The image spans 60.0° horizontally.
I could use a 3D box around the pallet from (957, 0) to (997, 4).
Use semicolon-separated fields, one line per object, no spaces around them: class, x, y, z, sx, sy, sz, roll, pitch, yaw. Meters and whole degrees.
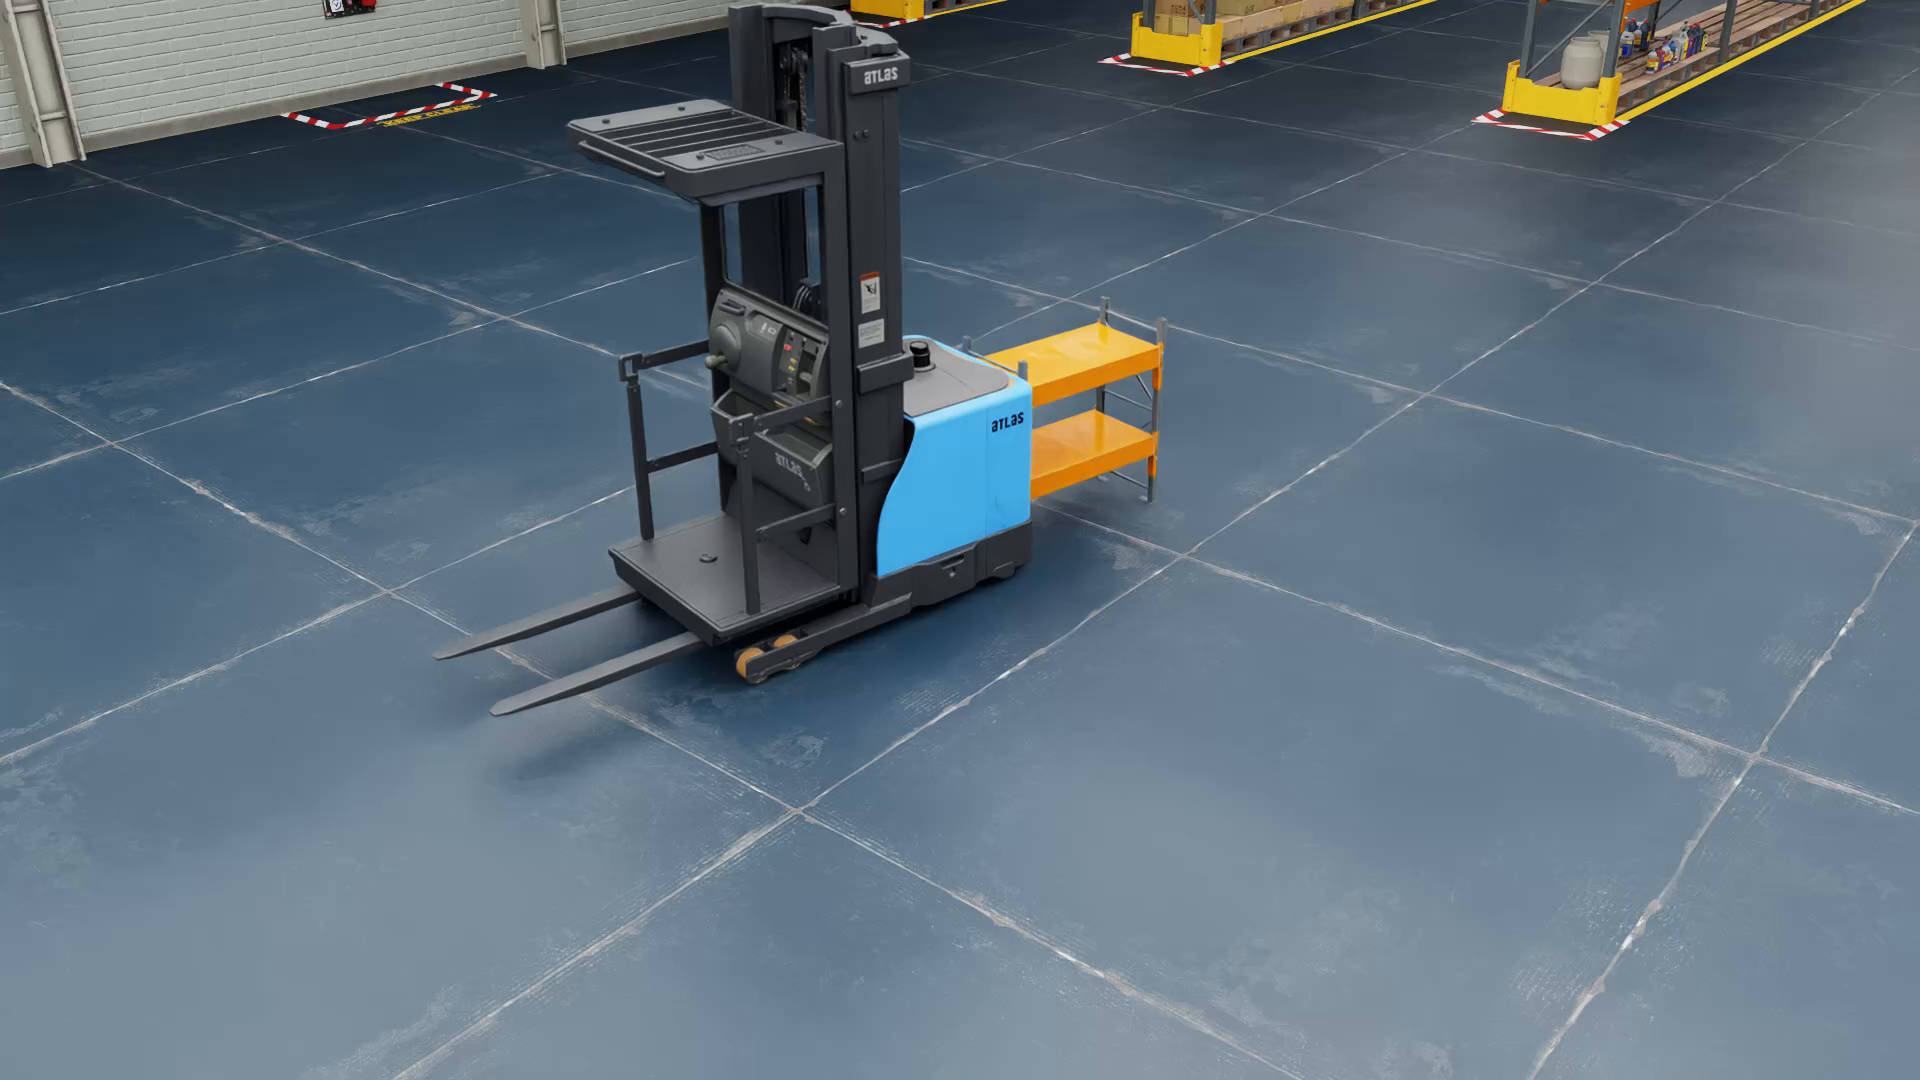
pallet;0.273;-8.352;25.166;1.003;0.211;1.213;21;34;34

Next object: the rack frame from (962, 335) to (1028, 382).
rack frame;0.181;-0.505;9.002;0.032;1.125;0.500;-21;34;-34

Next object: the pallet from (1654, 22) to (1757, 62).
pallet;9.563;-6.430;21.449;1.003;0.211;1.213;21;34;34

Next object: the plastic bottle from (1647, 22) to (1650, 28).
plastic bottle;8.450;-6.229;20.503;0.061;0.283;0.133;21;34;34

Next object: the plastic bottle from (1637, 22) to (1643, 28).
plastic bottle;8.368;-6.256;20.565;0.152;0.276;0.135;22;35;36

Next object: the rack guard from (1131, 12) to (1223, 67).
rack guard;2.714;-6.290;20.865;1.175;0.500;0.348;21;34;34

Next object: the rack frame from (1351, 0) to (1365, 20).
rack frame;5.273;-8.827;23.049;1.000;3.000;0.127;21;34;34

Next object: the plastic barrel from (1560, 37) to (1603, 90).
plastic barrel;6.908;-5.297;18.476;0.421;0.512;0.421;0;27;0

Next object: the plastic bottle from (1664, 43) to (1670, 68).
plastic bottle;8.224;-5.652;19.402;0.097;0.271;0.097;0;27;0

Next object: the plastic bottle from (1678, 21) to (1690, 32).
plastic bottle;8.795;-6.127;20.233;0.144;0.351;0.185;21;34;34

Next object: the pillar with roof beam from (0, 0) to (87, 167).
pillar with roof beam;-5.629;-6.508;12.037;9.100;9.000;0.400;21;34;34

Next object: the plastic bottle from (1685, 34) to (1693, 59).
plastic bottle;8.712;-5.917;19.900;0.061;0.283;0.133;23;35;38

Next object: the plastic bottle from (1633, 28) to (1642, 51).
plastic bottle;8.260;-6.110;20.287;0.097;0.271;0.097;0;27;0

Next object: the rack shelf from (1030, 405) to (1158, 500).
rack shelf;0.575;-0.435;9.400;1.000;0.278;0.538;-21;34;-34

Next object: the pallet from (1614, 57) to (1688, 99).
pallet;7.858;-5.479;19.612;1.003;0.211;1.213;21;34;34

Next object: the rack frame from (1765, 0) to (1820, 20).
rack frame;11.637;-8.797;22.989;1.000;3.000;0.127;21;34;34

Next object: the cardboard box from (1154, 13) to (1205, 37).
cardboard box;2.842;-6.651;21.377;0.500;0.250;0.500;21;34;34

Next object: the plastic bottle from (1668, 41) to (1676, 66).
plastic bottle;8.353;-5.724;19.541;0.097;0.271;0.097;0;27;0

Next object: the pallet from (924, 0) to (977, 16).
pallet;-0.504;-7.922;24.333;1.003;0.211;1.213;21;34;34

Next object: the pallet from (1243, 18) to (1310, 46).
pallet;3.959;-6.885;22.328;1.003;0.211;1.213;21;34;34

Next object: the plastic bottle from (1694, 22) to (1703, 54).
plastic bottle;8.906;-6.085;20.151;0.144;0.351;0.185;20;33;33

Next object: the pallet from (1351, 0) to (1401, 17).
pallet;5.712;-7.861;24.217;1.003;0.211;1.213;21;34;34

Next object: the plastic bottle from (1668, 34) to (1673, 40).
plastic bottle;8.483;-5.893;19.854;0.061;0.283;0.133;21;34;34

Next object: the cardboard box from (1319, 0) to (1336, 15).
cardboard box;4.821;-7.390;22.806;0.500;0.250;0.500;21;34;34

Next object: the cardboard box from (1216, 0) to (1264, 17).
cardboard box;3.558;-7.010;21.256;0.500;0.500;0.500;21;34;34

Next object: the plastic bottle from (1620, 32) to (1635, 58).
plastic bottle;7.999;-5.947;19.967;0.152;0.276;0.135;21;34;34

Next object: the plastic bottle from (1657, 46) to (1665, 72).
plastic bottle;8.101;-5.576;19.241;0.061;0.283;0.133;21;34;35

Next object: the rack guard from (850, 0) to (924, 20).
rack guard;-1.048;-7.772;23.730;1.175;0.500;0.348;21;34;34

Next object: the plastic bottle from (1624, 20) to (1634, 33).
plastic bottle;8.139;-6.165;20.307;0.144;0.351;0.185;19;33;32

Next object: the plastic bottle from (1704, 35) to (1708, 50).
plastic bottle;9.103;-6.111;20.365;0.097;0.201;0.097;0;27;0

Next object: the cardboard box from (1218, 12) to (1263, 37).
cardboard box;3.557;-6.678;21.429;0.500;0.250;0.500;21;34;34

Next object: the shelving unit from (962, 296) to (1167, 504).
shelving unit;0.575;-0.653;9.287;1.048;1.125;0.538;-21;34;-34

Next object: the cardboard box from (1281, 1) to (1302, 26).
cardboard box;4.197;-7.031;22.112;0.500;0.250;0.500;21;34;34

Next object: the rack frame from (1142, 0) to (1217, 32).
rack frame;2.729;-7.409;20.307;1.000;3.000;0.127;21;34;34

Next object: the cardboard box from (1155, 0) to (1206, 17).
cardboard box;2.840;-6.985;21.206;0.500;0.500;0.500;21;34;34

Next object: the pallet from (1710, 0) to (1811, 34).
pallet;11.115;-7.295;23.121;1.003;0.211;1.213;21;34;34

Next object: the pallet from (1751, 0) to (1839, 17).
pallet;12.107;-7.850;24.194;1.003;0.211;1.213;21;34;34

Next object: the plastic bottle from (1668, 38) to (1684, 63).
plastic bottle;8.472;-5.812;19.707;0.152;0.276;0.135;21;34;35

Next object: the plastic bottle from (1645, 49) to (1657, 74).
plastic bottle;7.942;-5.495;19.099;0.097;0.271;0.097;0;27;0

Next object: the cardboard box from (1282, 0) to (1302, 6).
cardboard box;4.198;-7.364;21.939;0.500;0.500;0.500;21;34;34

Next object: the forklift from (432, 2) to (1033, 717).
forklift;-1.076;-0.892;7.784;3.031;2.935;1.130;-21;34;-34
